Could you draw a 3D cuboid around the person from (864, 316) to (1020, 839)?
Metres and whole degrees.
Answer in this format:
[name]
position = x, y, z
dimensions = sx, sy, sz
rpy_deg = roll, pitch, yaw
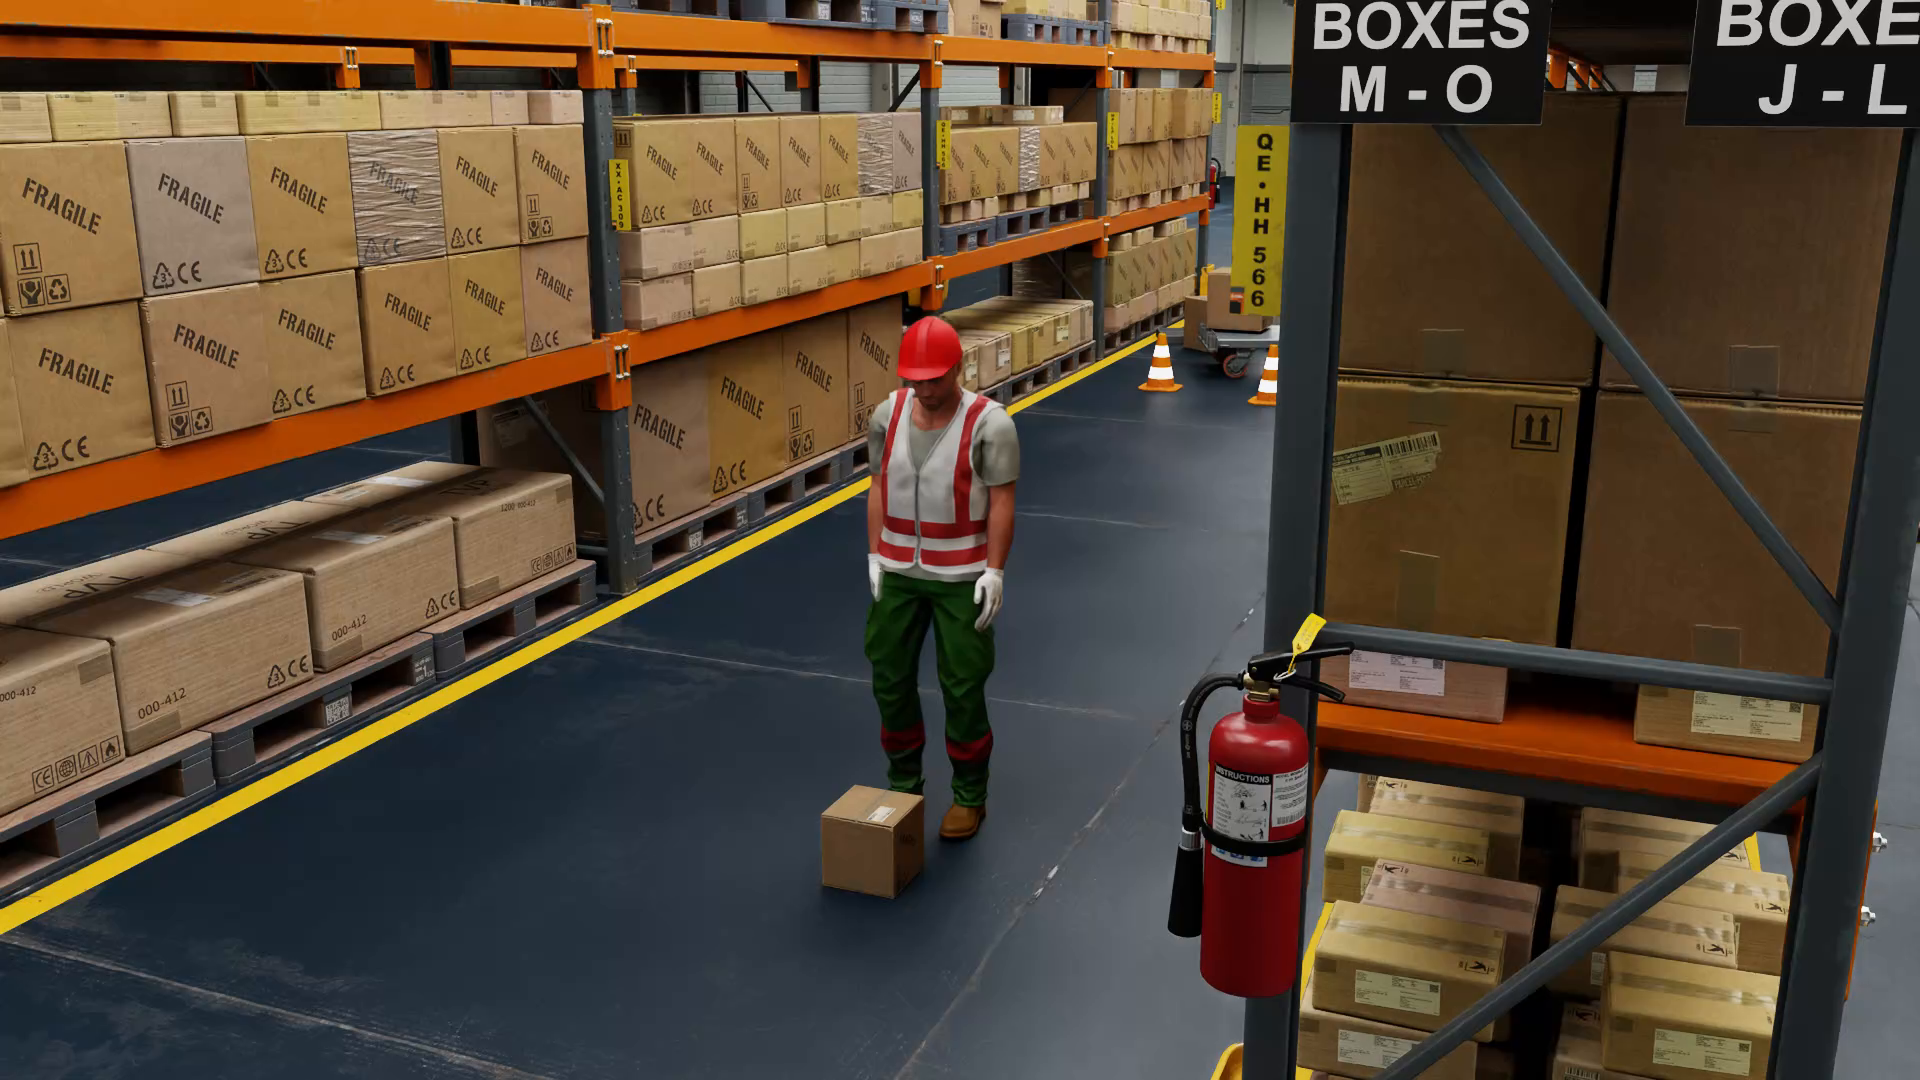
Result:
[person]
position = -0.077, 0.129, 5.552
dimensions = 0.534, 1.762, 0.400
rpy_deg = 6, 16, 22
